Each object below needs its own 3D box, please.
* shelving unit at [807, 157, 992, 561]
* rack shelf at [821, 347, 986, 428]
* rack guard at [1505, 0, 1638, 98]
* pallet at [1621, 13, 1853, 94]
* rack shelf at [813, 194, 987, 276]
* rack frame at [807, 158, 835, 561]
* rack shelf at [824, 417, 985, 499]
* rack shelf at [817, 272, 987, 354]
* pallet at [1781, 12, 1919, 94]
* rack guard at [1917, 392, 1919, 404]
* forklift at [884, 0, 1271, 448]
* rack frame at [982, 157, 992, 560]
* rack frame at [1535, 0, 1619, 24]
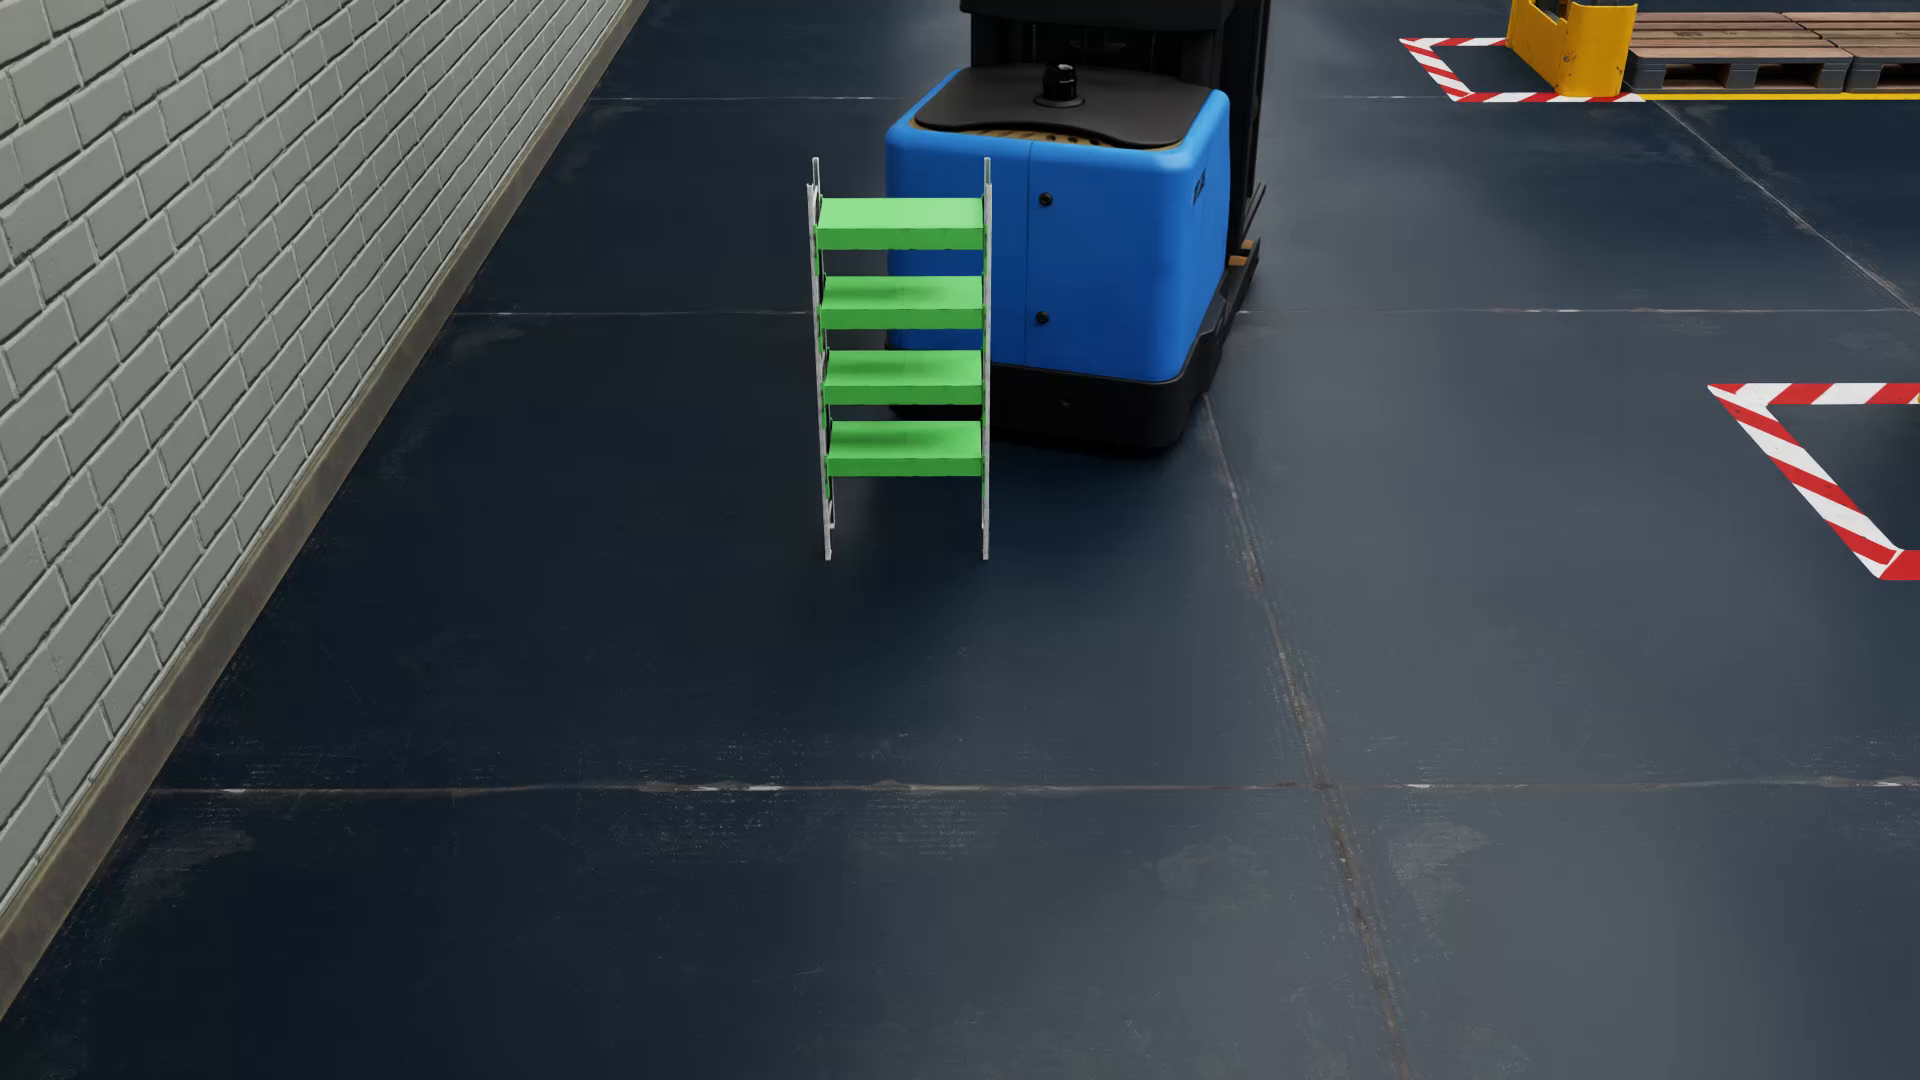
[{"bbox_3d":[-0.166,-0.512,4.938,0.503,1.200,0.258,0,31,0],"label":"shelving unit"},{"bbox_3d":[-0.166,-0.458,4.971,0.480,0.148,0.258,0,31,0],"label":"rack shelf"},{"bbox_3d":[3.552,-3.007,9.724,0.348,0.500,1.175,0,31,0],"label":"rack guard"},{"bbox_3d":[4.401,-2.873,9.781,1.213,0.211,1.003,0,31,0],"label":"pallet"},{"bbox_3d":[-0.166,-0.868,4.722,0.480,0.148,0.258,0,31,0],"label":"rack shelf"},{"bbox_3d":[-0.410,-0.512,4.937,0.015,1.200,0.240,0,31,0],"label":"rack frame"},{"bbox_3d":[-0.166,-0.253,5.096,0.480,0.148,0.258,0,31,0],"label":"rack shelf"},{"bbox_3d":[-0.166,-0.663,4.847,0.480,0.148,0.258,0,31,0],"label":"rack shelf"},{"bbox_3d":[5.618,-2.875,9.785,1.213,0.211,1.003,0,31,0],"label":"pallet"},{"bbox_3d":[3.678,-0.445,5.501,0.348,0.500,1.175,0,31,0],"label":"rack guard"},{"bbox_3d":[0.649,-2.319,6.247,1.130,2.935,3.031,9,32,14],"label":"forklift"},{"bbox_3d":[0.078,-0.513,4.939,0.015,1.200,0.240,0,31,0],"label":"rack frame"},{"bbox_3d":[3.576,-4.082,9.087,0.127,3.000,1.000,0,31,0],"label":"rack frame"}]
